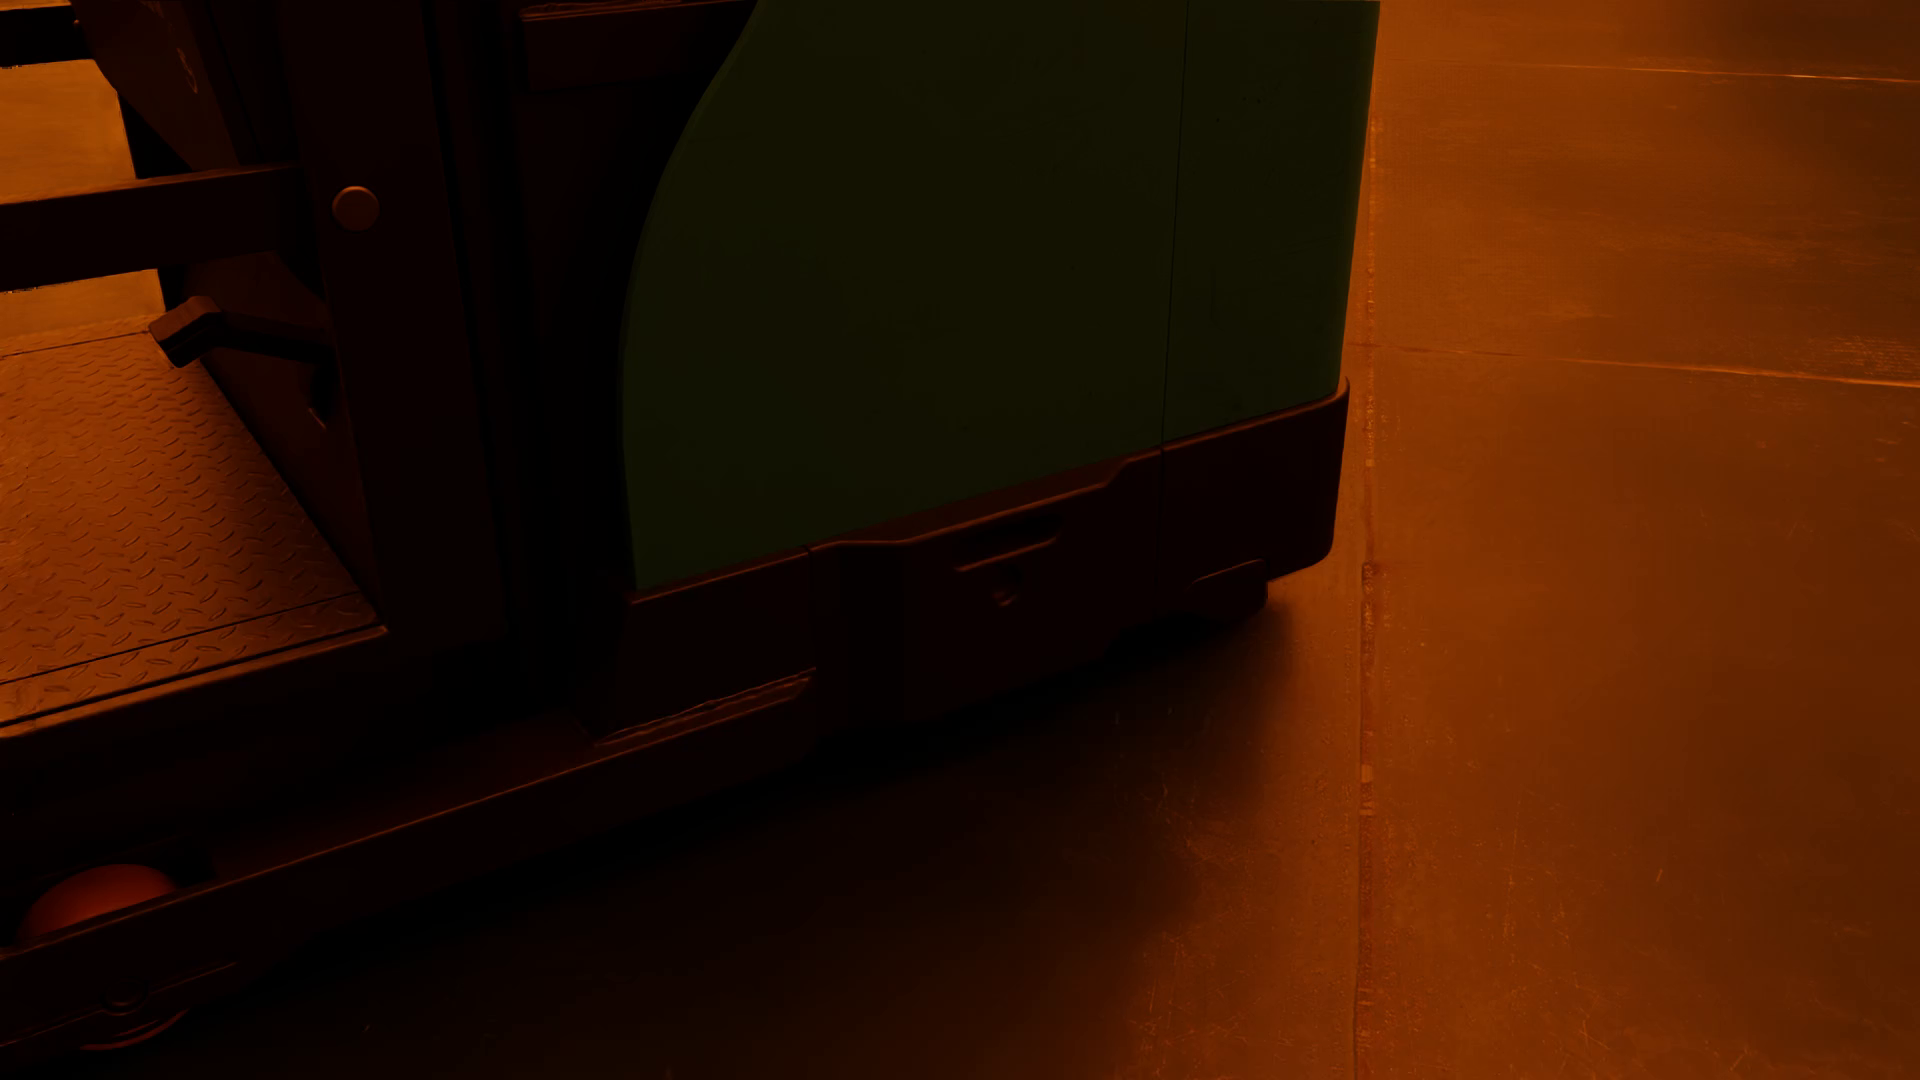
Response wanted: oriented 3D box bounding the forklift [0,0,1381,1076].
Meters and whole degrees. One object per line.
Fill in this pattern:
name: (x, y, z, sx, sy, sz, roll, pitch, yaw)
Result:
forklift: (-0.990, -1.057, 1.342, 3.031, 2.935, 1.130, -16, 31, -29)
